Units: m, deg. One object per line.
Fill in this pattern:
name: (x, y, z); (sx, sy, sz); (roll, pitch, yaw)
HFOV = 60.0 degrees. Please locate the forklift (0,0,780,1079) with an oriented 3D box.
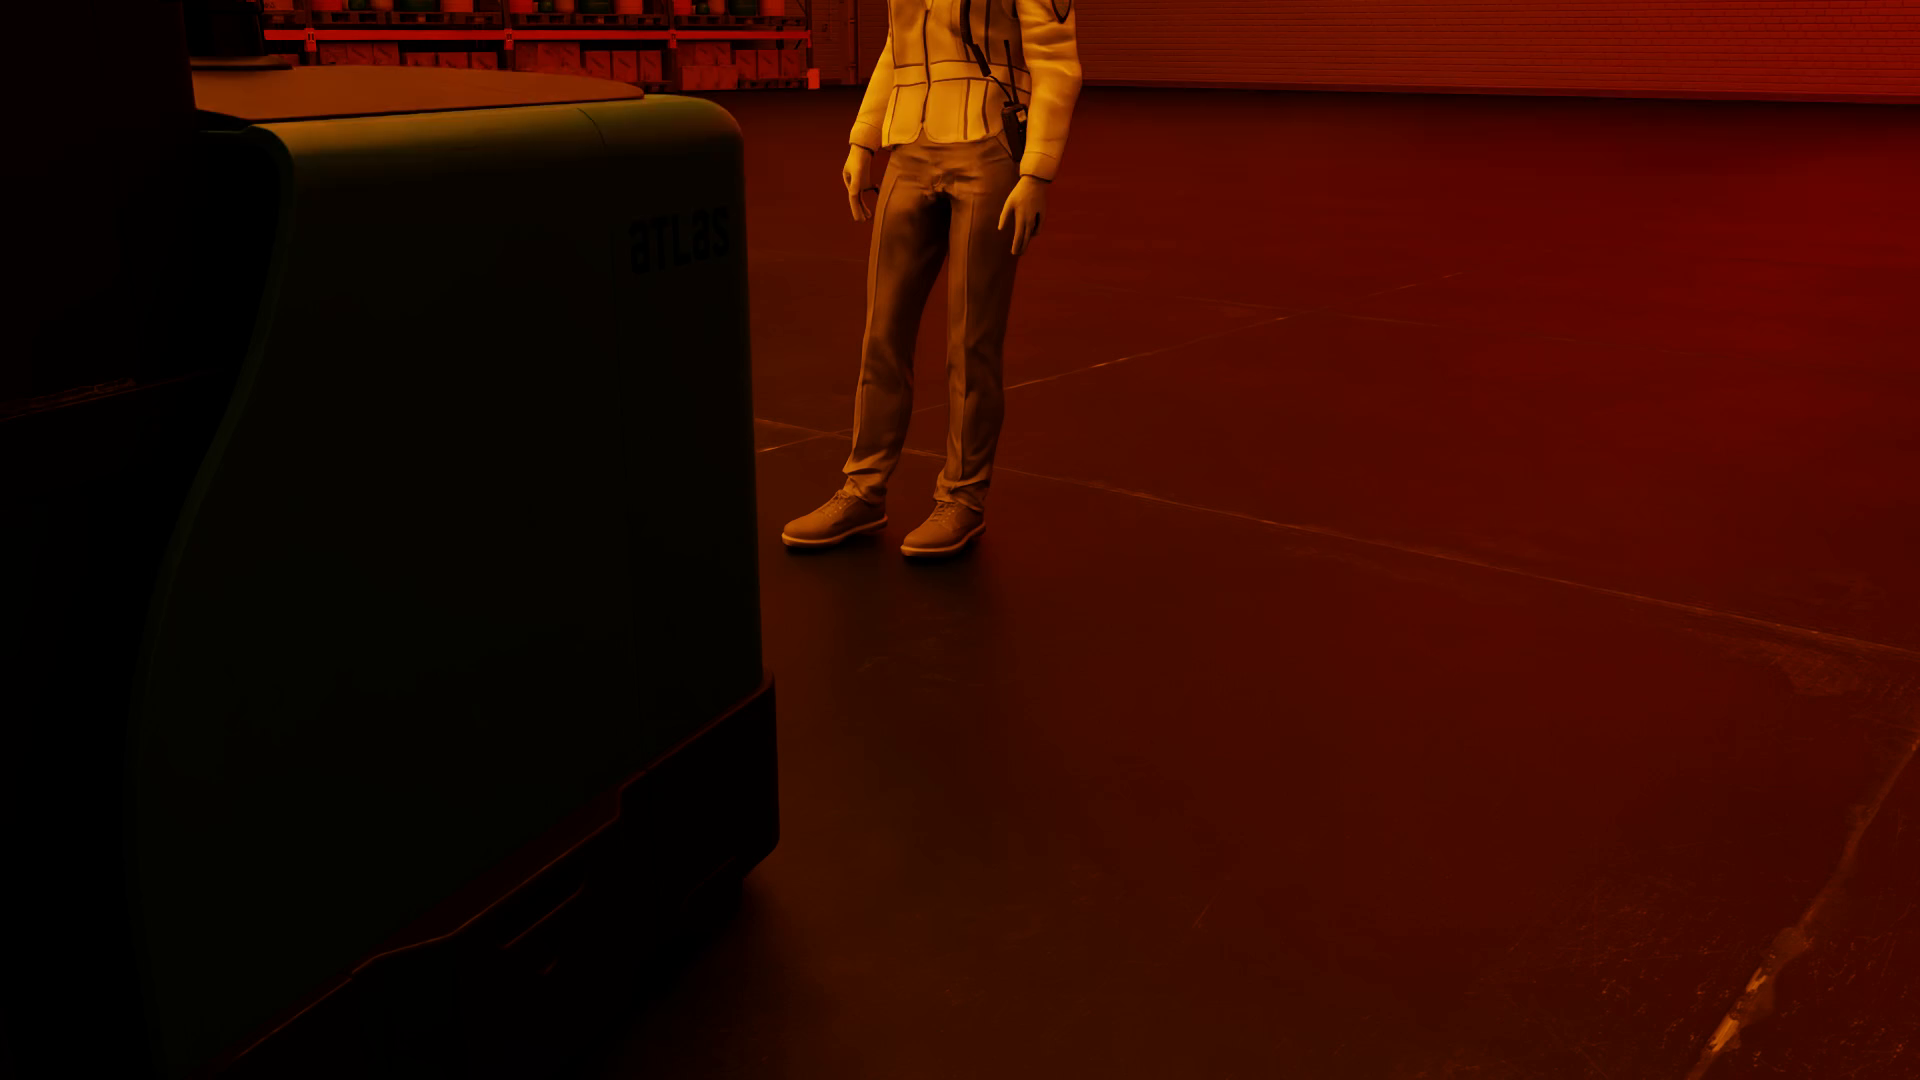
forklift: (-1.304, -0.590, 0.839); (1.130, 2.935, 3.031); (7, 18, 22)

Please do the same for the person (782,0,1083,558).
person: (-0.049, -0.804, 3.648); (0.586, 1.694, 0.531); (13, 21, 37)
